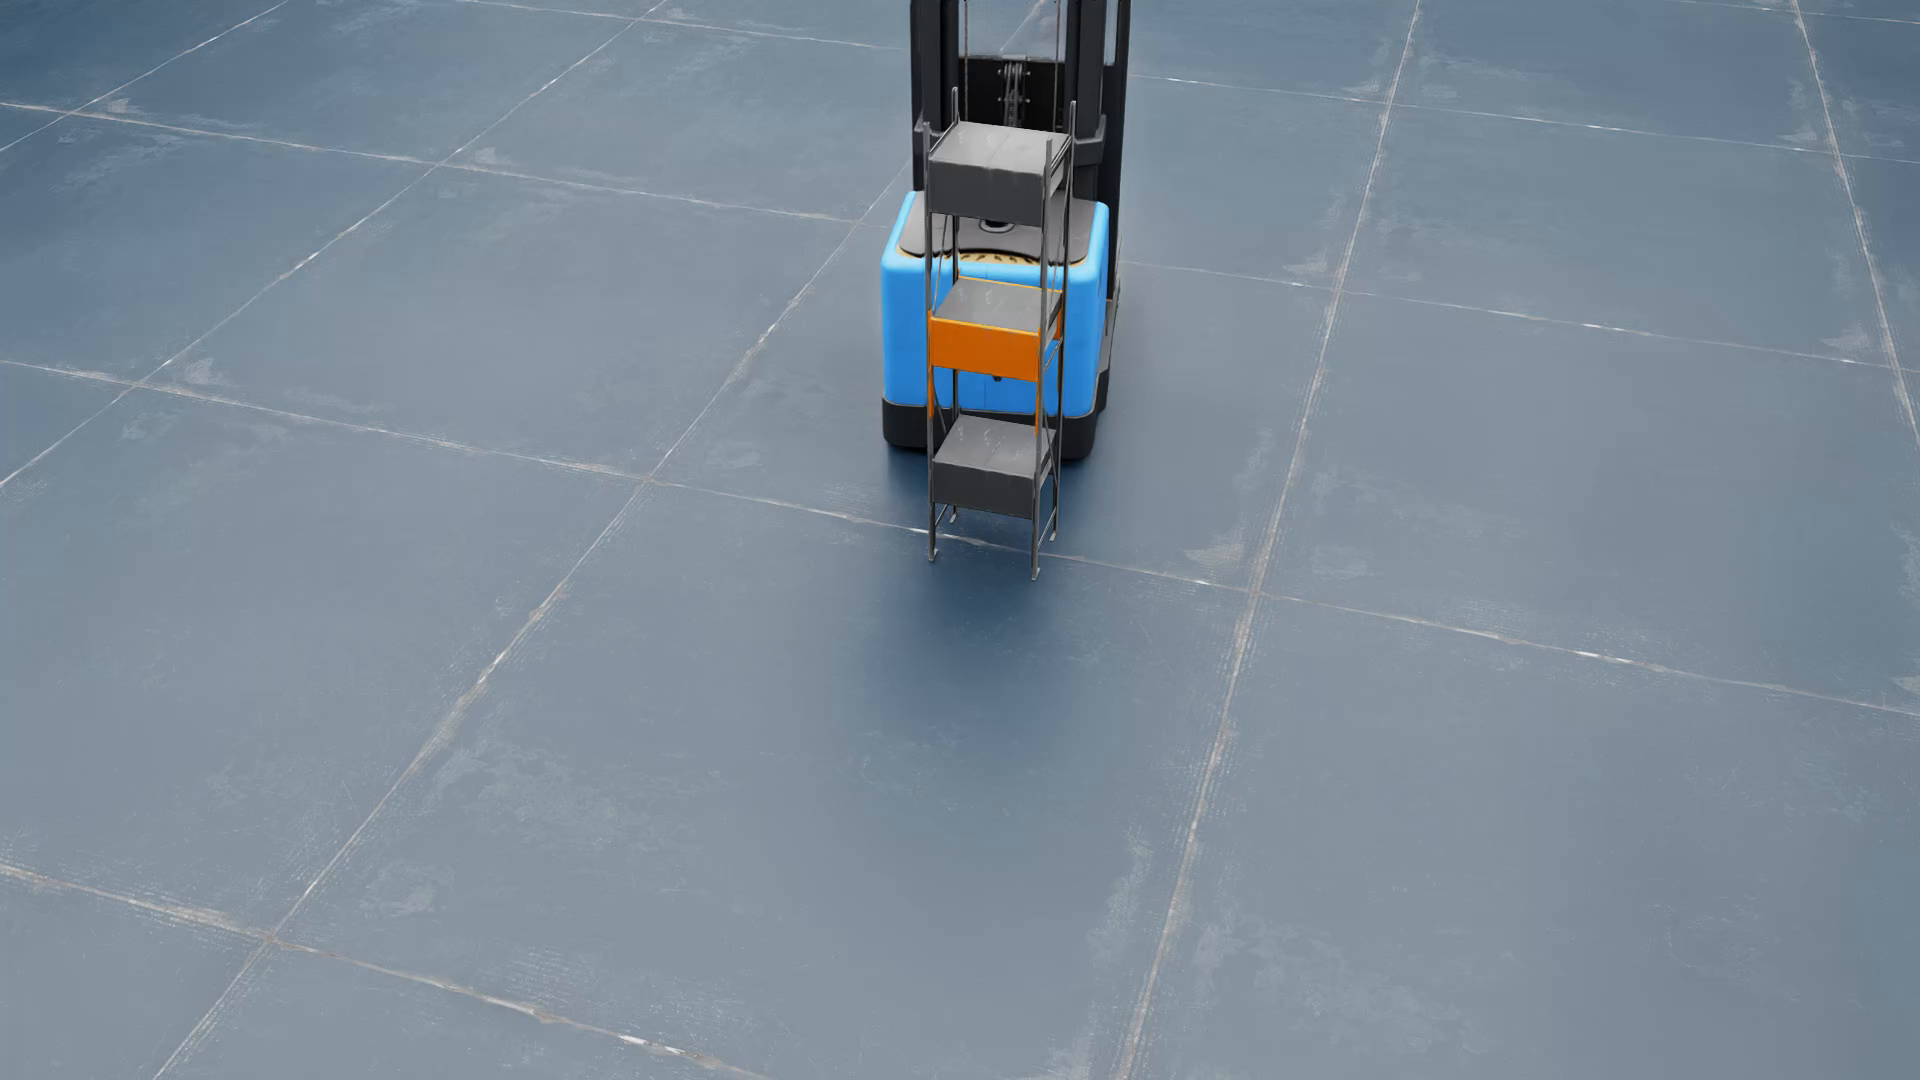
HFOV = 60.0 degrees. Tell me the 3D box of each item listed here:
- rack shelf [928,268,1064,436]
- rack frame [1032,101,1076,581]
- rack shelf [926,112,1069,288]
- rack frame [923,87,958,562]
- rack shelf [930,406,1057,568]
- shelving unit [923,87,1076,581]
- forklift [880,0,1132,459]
[{"bbox_3d":[0.158,-0.805,7.096,0.480,0.518,0.431,10,38,14],"label":"rack shelf"},{"bbox_3d":[0.391,-0.773,7.029,0.015,2.100,0.400,10,38,14],"label":"rack frame"},{"bbox_3d":[0.158,-1.369,6.681,0.480,0.518,0.431,10,38,14],"label":"rack shelf"},{"bbox_3d":[-0.075,-0.860,7.146,0.015,2.100,0.400,10,38,14],"label":"rack frame"},{"bbox_3d":[0.158,-0.242,7.511,0.480,0.518,0.431,10,38,14],"label":"rack shelf"},{"bbox_3d":[0.158,-0.816,7.088,0.503,2.100,0.431,10,38,14],"label":"shelving unit"},{"bbox_3d":[0.330,-2.443,8.597,1.130,2.935,3.031,5,37,6],"label":"forklift"}]
